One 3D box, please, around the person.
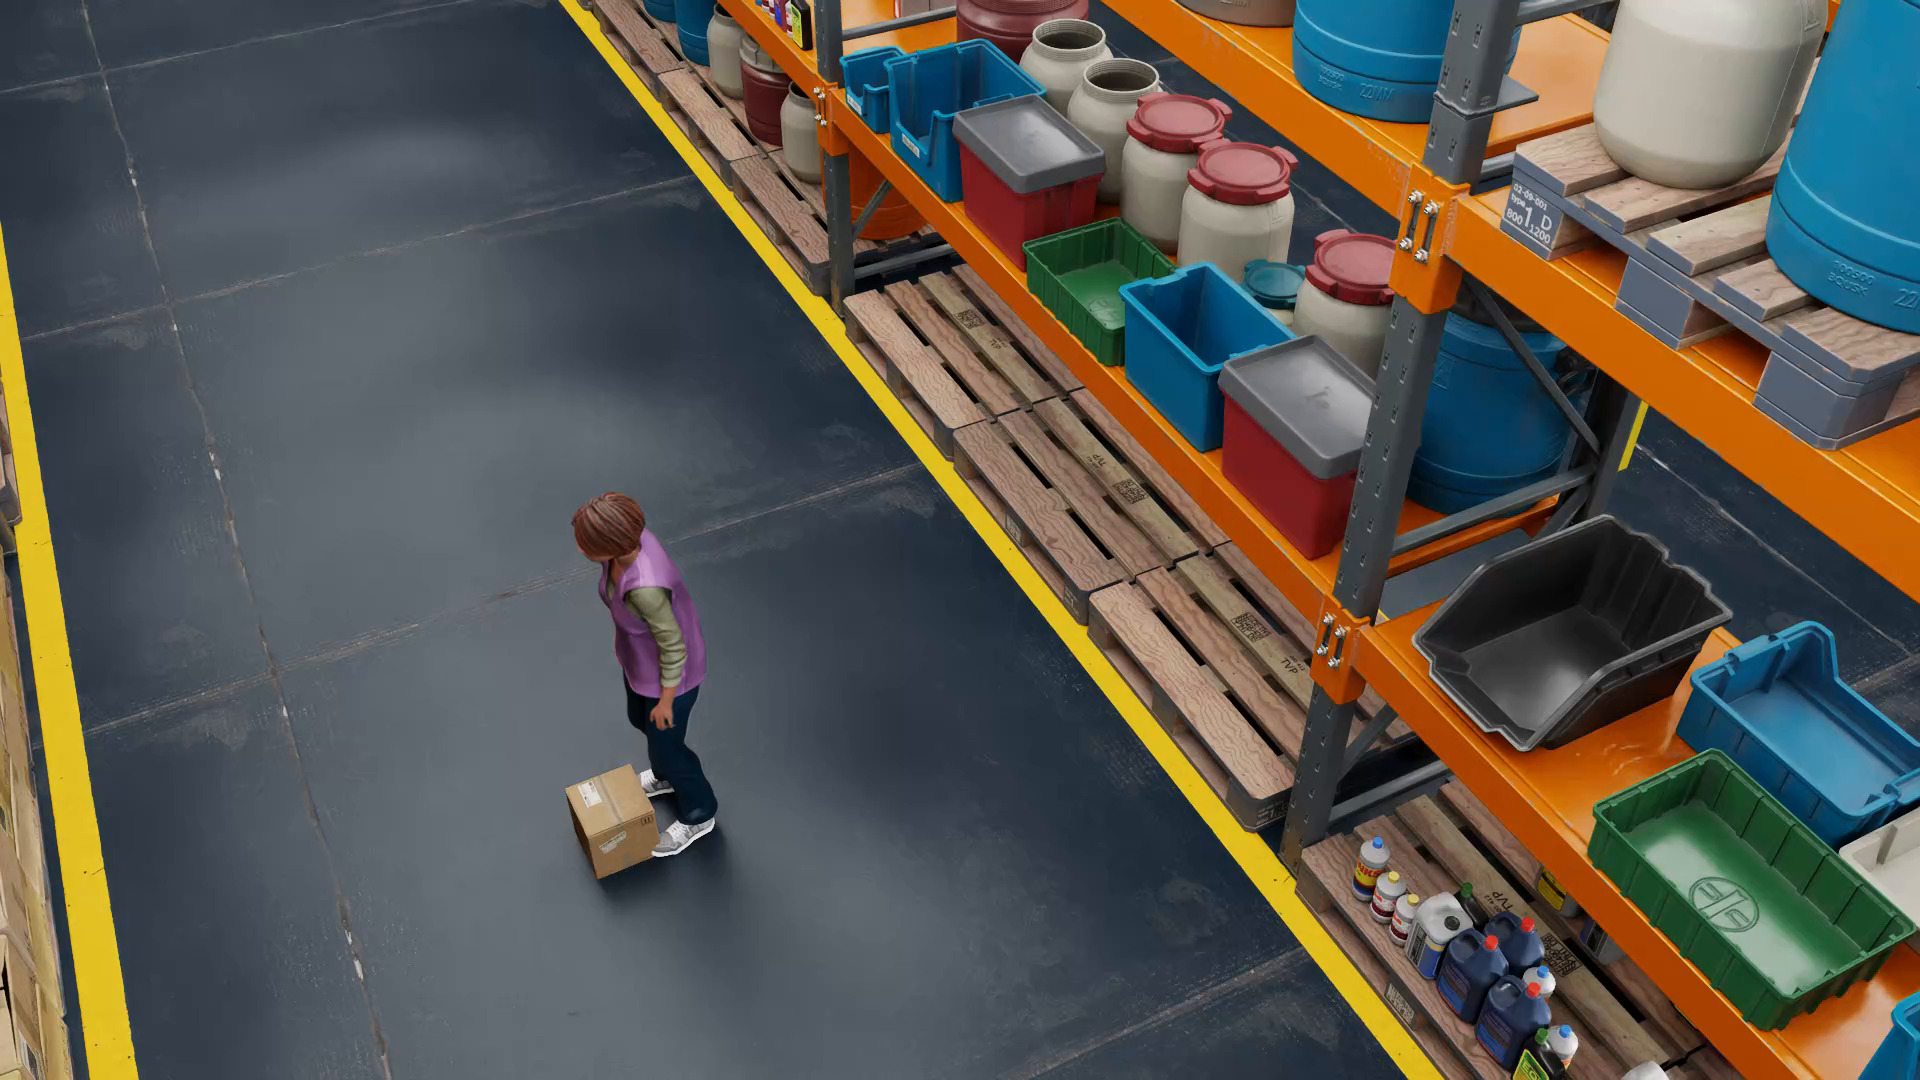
[{"bbox_3d":[-1.050,0.439,5.677,0.347,1.592,0.461,-19,45,-20],"label":"person"}]
